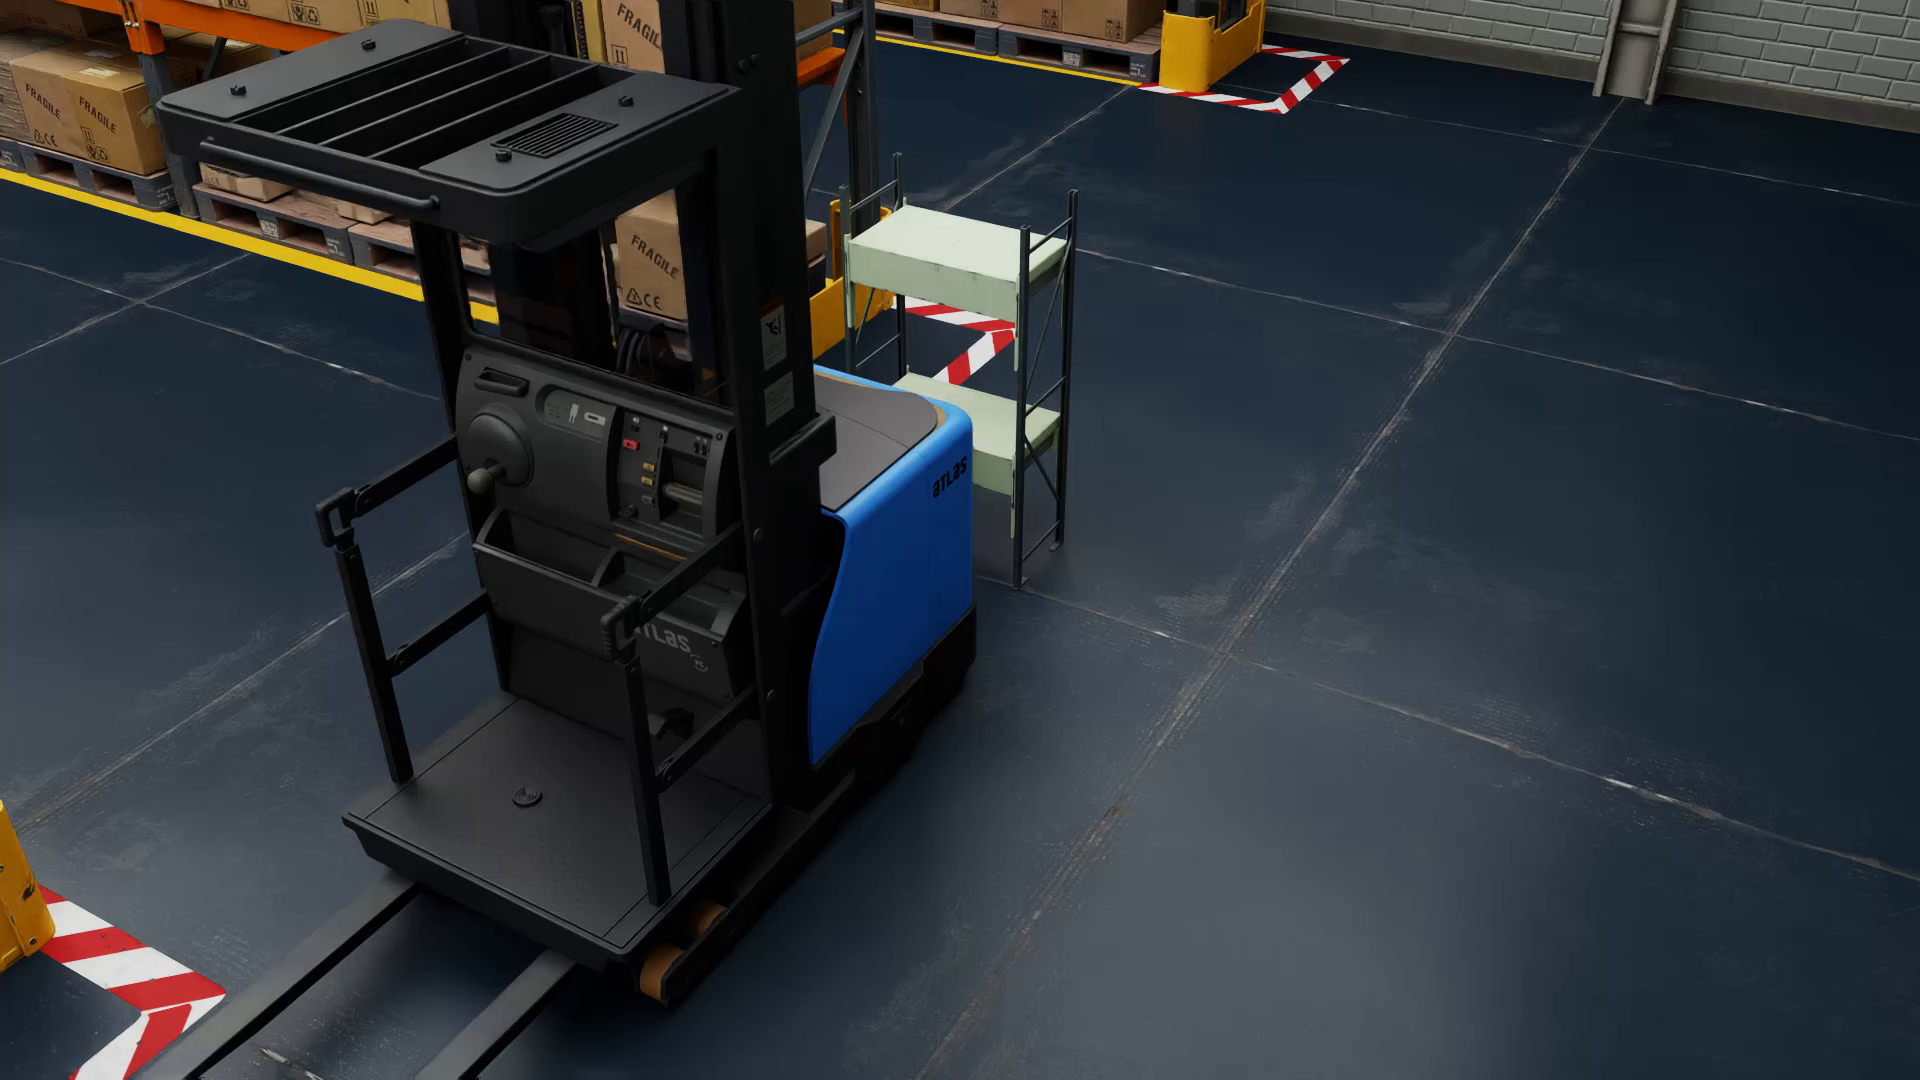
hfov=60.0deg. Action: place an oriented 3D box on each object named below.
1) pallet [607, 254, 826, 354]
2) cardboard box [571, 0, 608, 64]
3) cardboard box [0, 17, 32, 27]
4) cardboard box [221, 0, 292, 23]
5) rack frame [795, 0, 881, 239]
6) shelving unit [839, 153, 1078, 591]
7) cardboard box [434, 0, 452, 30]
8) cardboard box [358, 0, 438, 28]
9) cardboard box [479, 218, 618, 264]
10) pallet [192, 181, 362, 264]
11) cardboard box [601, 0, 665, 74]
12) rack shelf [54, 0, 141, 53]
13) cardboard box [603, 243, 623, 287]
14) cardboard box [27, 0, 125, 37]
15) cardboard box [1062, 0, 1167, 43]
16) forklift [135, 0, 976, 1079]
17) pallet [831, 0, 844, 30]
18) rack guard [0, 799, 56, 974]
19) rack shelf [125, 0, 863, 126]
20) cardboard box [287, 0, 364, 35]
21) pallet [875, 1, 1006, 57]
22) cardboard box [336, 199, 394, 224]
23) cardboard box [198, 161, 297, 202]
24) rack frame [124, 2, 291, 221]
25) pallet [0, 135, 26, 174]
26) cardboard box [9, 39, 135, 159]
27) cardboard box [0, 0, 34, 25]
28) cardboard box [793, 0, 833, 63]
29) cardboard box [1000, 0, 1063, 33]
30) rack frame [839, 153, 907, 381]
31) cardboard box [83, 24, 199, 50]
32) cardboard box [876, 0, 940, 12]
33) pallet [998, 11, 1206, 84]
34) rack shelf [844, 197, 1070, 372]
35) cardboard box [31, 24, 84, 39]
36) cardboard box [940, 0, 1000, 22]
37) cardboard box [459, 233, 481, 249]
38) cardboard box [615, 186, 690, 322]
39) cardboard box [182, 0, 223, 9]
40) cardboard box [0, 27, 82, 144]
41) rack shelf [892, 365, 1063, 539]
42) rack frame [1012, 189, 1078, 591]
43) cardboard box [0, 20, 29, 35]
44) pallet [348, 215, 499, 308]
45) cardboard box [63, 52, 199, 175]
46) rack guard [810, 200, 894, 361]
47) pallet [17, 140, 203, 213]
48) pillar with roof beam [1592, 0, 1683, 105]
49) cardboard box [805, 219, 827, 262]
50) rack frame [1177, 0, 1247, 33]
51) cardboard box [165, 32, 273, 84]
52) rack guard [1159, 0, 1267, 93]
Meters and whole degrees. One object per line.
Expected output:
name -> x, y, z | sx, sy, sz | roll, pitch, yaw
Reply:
pallet -> -1.450, -1.306, 8.521 | 1.213, 0.211, 1.003 | 18, 37, 24
cardboard box -> -1.668, -2.402, 7.560 | 0.500, 0.500, 0.500 | 18, 38, 25
cardboard box -> -5.801, -3.142, 10.620 | 0.500, 0.500, 0.500 | 16, 37, 23
cardboard box -> -3.411, -2.958, 8.396 | 0.500, 0.500, 0.500 | 18, 38, 25
rack frame -> -0.691, -2.227, 7.388 | 0.127, 3.000, 1.000 | 18, 37, 24
shelving unit -> -0.006, -0.626, 6.337 | 0.755, 1.500, 0.431 | 18, 37, 24
cardboard box -> -2.098, -2.542, 7.770 | 0.500, 0.500, 0.500 | 18, 38, 25
cardboard box -> -2.535, -2.680, 7.979 | 0.500, 0.500, 0.500 | 17, 37, 24
cardboard box -> -2.096, -1.572, 8.489 | 0.500, 0.250, 0.500 | 18, 37, 24
pallet -> -3.569, -1.977, 9.529 | 1.213, 0.211, 1.003 | 18, 37, 24
cardboard box -> -1.215, -2.261, 7.349 | 0.500, 0.500, 0.500 | 19, 38, 26
rack shelf -> -5.901, -3.578, 10.066 | 4.000, 0.370, 1.077 | 18, 37, 24
cardboard box -> -1.593, -1.417, 8.330 | 0.250, 0.166, 0.380 | 18, 37, 24
cardboard box -> -5.332, -3.307, 10.192 | 0.500, 0.250, 0.500 | 18, 38, 24
cardboard box -> 1.106, -3.891, 11.763 | 0.500, 0.500, 0.700 | 18, 37, 24
forklift -> -1.123, -0.191, 4.392 | 1.130, 2.935, 3.031 | 18, 38, 25
pallet -> -1.088, -4.305, 13.024 | 1.213, 0.211, 1.003 | 18, 37, 24
rack guard -> -3.125, 1.196, 4.502 | 0.348, 0.500, 1.175 | 18, 37, 24
rack shelf -> -2.428, -2.478, 8.414 | 4.000, 0.370, 1.077 | 18, 37, 24
cardboard box -> -2.978, -2.820, 8.188 | 0.500, 0.500, 0.500 | 17, 37, 24
pallet -> -0.025, -3.970, 12.521 | 1.213, 0.211, 1.003 | 18, 37, 24
cardboard box -> -3.151, -1.878, 9.024 | 0.250, 0.166, 0.380 | 18, 37, 24
cardboard box -> -3.907, -2.172, 9.334 | 0.500, 0.311, 0.500 | 18, 37, 24
rack frame -> -4.164, -3.327, 9.040 | 0.127, 3.000, 1.000 | 18, 37, 24
pallet -> -5.953, -2.707, 10.625 | 1.213, 0.211, 1.003 | 18, 37, 24
cardboard box -> -5.160, -2.608, 9.818 | 0.500, 0.500, 0.500 | 18, 38, 25
cardboard box -> -5.767, -3.445, 10.399 | 0.500, 0.250, 0.500 | 17, 37, 24
cardboard box -> -0.946, -2.518, 7.734 | 0.500, 0.500, 0.500 | 18, 38, 25
cardboard box -> 0.671, -4.028, 11.969 | 0.500, 0.500, 0.700 | 17, 37, 24
rack frame -> -0.324, -0.727, 6.488 | 0.023, 1.500, 0.400 | 18, 37, 24
cardboard box -> -4.932, -2.862, 10.199 | 0.500, 0.500, 0.500 | 18, 38, 25
cardboard box -> -0.232, -4.309, 12.392 | 0.500, 0.500, 0.700 | 18, 38, 25
pallet -> 1.030, -3.634, 12.016 | 1.213, 0.211, 1.003 | 18, 37, 24
rack shelf -> -0.006, -0.951, 6.121 | 0.720, 0.370, 0.431 | 18, 37, 24
cardboard box -> -5.362, -3.003, 10.411 | 0.500, 0.500, 0.500 | 18, 38, 25
cardboard box -> 0.234, -4.166, 12.177 | 0.500, 0.500, 0.700 | 16, 37, 23
cardboard box -> -2.531, -1.957, 8.838 | 0.637, 0.503, 0.797 | 18, 37, 24
cardboard box -> -1.286, -1.401, 8.006 | 0.500, 0.500, 0.500 | 18, 37, 24
cardboard box -> -3.857, -3.098, 8.605 | 0.500, 0.500, 0.500 | 19, 38, 26
cardboard box -> -5.595, -2.746, 10.025 | 0.500, 0.500, 0.500 | 18, 38, 25
rack shelf -> -0.006, -0.355, 6.518 | 0.720, 0.370, 0.431 | 18, 37, 24
rack frame -> 0.312, -0.525, 6.186 | 0.023, 1.500, 0.400 | 18, 37, 24
cardboard box -> -6.038, -2.885, 10.234 | 0.500, 0.500, 0.500 | 16, 37, 23
pallet -> -2.505, -1.642, 9.026 | 1.213, 0.211, 1.003 | 18, 37, 24
cardboard box -> -4.735, -2.468, 9.608 | 0.500, 0.500, 0.500 | 17, 37, 24
rack guard -> -0.757, -1.208, 8.112 | 0.348, 0.500, 1.175 | 18, 37, 24
pallet -> -4.889, -2.372, 10.122 | 1.213, 0.211, 1.003 | 18, 37, 24
pillar with roof beam -> 2.401, -4.711, 5.706 | 0.400, 9.000, 9.100 | 18, 37, 24
cardboard box -> -0.885, -1.504, 8.478 | 0.250, 0.149, 0.380 | 18, 37, 24
rack frame -> 1.763, -4.612, 10.970 | 0.127, 3.000, 1.000 | 18, 37, 24
cardboard box -> -4.463, -2.720, 9.987 | 0.500, 0.500, 0.500 | 16, 37, 22
rack guard -> 1.784, -3.565, 11.652 | 0.348, 0.500, 1.175 | 18, 37, 24
